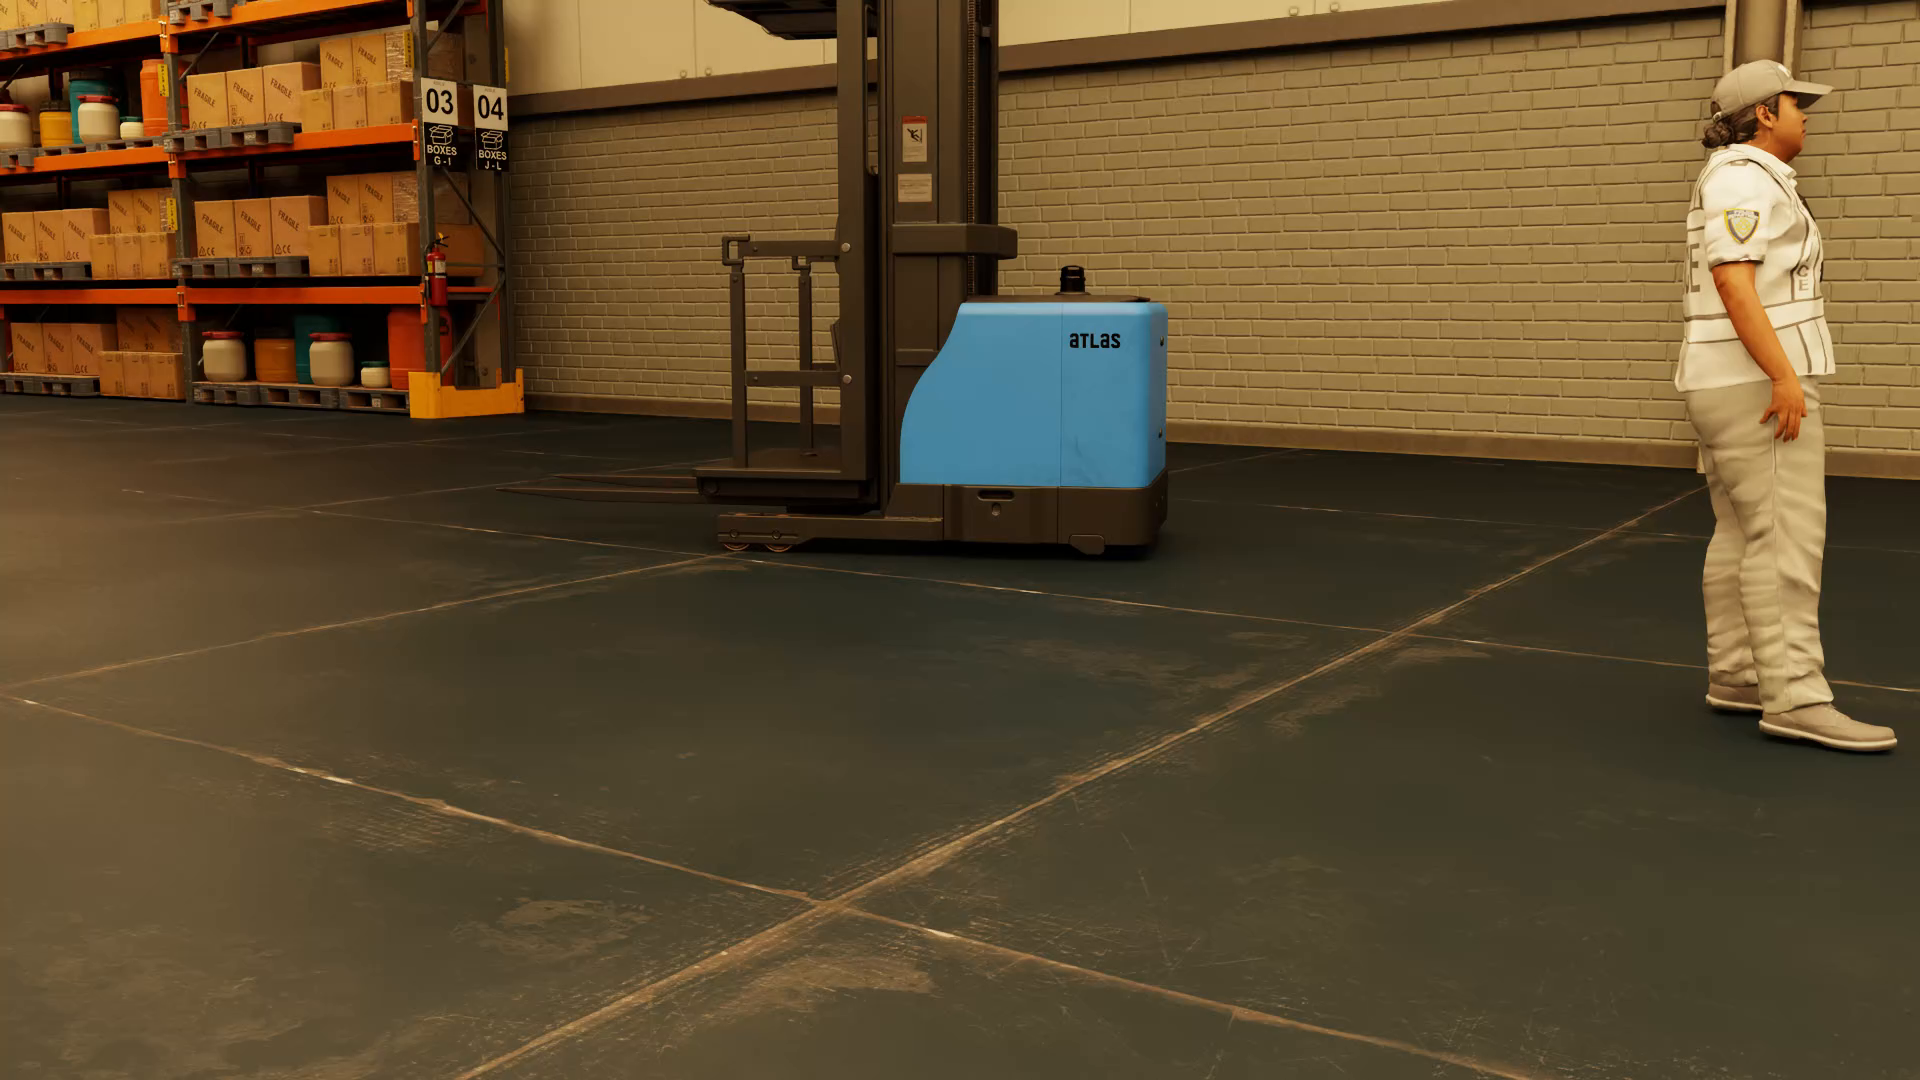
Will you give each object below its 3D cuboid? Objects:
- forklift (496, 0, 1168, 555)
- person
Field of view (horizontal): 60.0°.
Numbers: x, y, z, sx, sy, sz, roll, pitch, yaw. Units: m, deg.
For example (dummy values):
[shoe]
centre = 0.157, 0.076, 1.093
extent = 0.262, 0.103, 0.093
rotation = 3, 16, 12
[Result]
[forklift]
centre = -0.596, -1.469, 7.520
extent = 3.031, 2.935, 1.130
rotation = 2, 8, 12
[person]
centre = 2.093, -0.365, 4.201
extent = 0.529, 1.670, 0.598
rotation = 3, 9, 21
